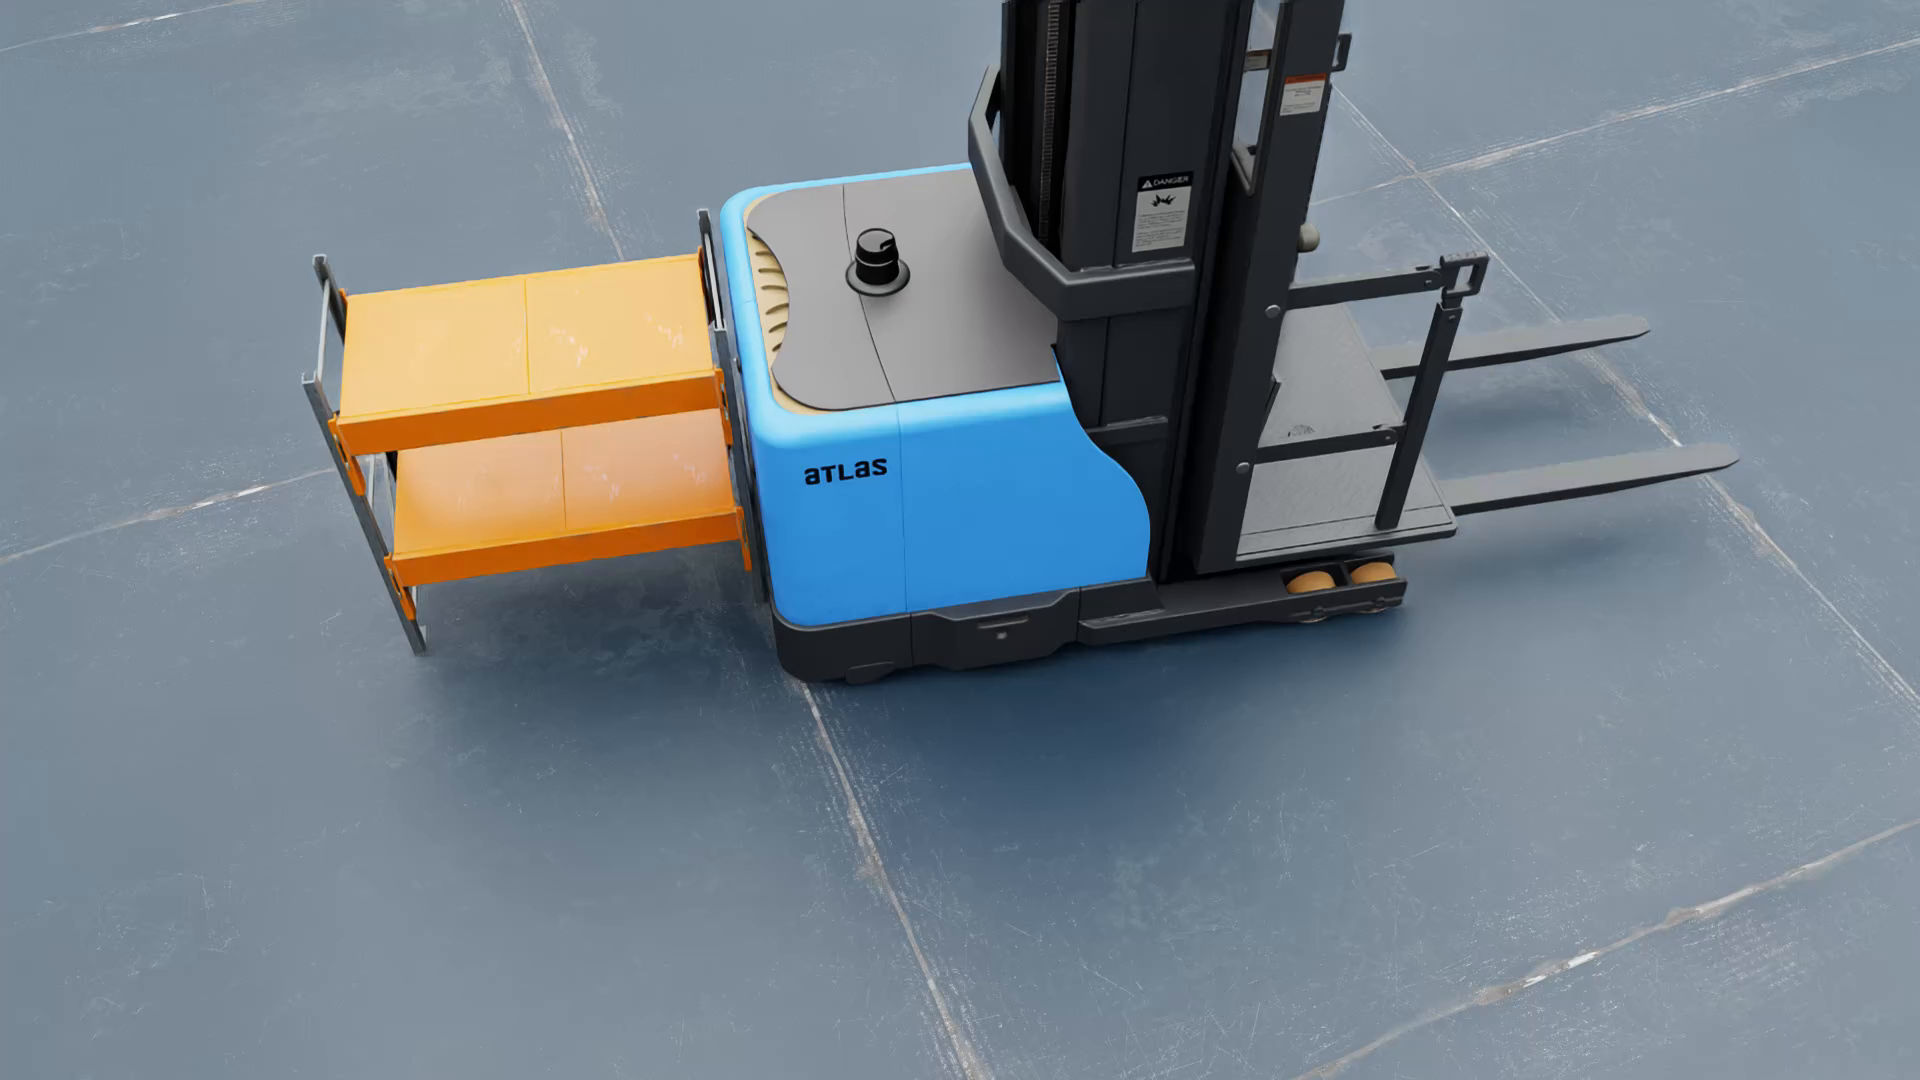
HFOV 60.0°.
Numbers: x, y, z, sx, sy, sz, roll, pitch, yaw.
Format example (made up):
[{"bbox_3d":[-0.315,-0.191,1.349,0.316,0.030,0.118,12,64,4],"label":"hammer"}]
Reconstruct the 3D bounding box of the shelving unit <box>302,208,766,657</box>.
[{"bbox_3d":[-1.155,-0.279,4.748,1.048,1.125,0.538,-8,50,-7],"label":"shelving unit"}]

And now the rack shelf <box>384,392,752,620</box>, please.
[{"bbox_3d":[-1.155,-0.120,4.934,1.000,0.278,0.538,-8,50,-7],"label":"rack shelf"}]

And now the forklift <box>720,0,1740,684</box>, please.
[{"bbox_3d":[0.879,-1.093,4.256,3.031,2.935,1.130,-8,50,-7],"label":"forklift"}]

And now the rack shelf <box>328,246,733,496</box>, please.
[{"bbox_3d":[-1.155,-0.470,4.526,1.000,0.278,0.538,-8,50,-7],"label":"rack shelf"}]

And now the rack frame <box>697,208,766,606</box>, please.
[{"bbox_3d":[-0.656,-0.352,4.811,0.032,1.125,0.500,-8,50,-7],"label":"rack frame"}]

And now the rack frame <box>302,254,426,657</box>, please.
[{"bbox_3d":[-1.655,-0.207,4.686,0.032,1.125,0.500,-8,50,-7],"label":"rack frame"}]
